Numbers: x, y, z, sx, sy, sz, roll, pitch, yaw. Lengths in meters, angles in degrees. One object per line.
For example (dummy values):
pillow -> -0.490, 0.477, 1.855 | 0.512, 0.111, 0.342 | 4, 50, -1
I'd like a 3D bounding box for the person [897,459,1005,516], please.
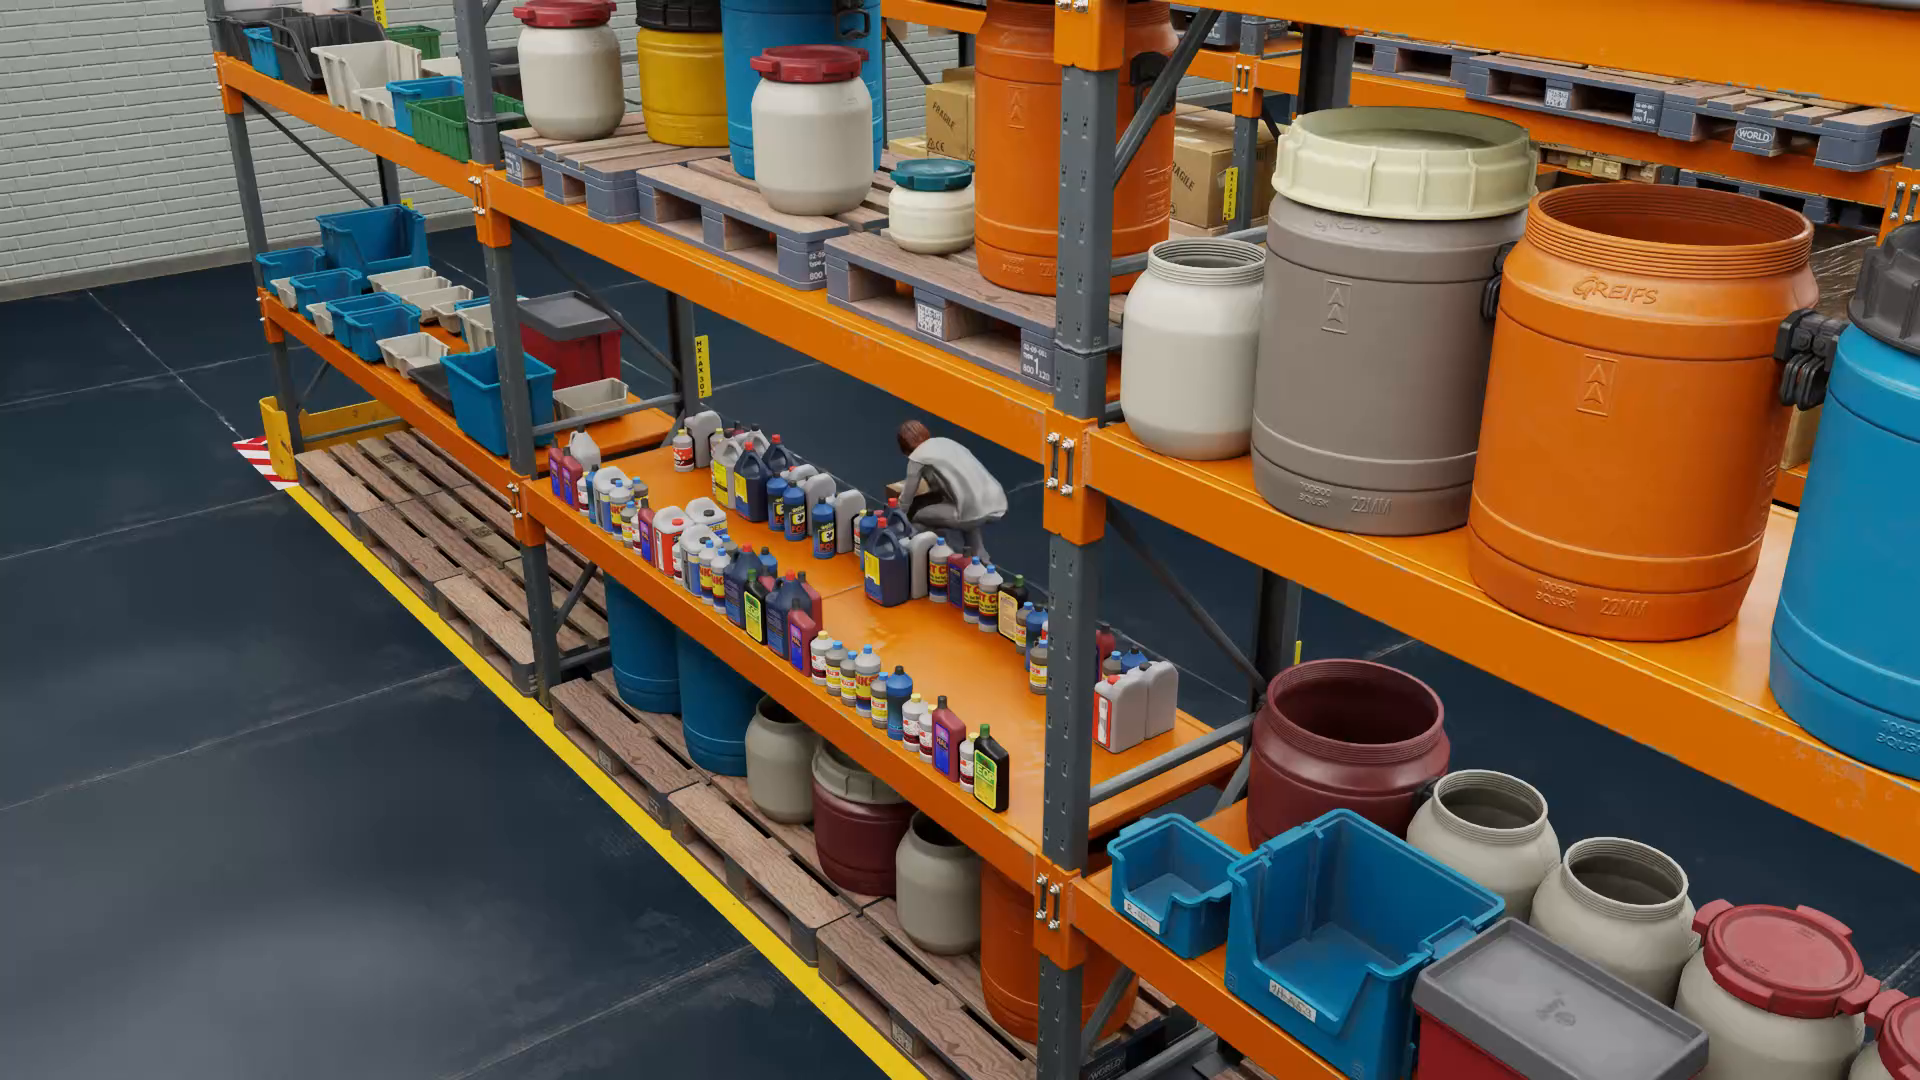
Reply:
person -> -0.042, -0.309, 9.791 | 0.380, 0.483, 0.706 | -19, 31, -35
